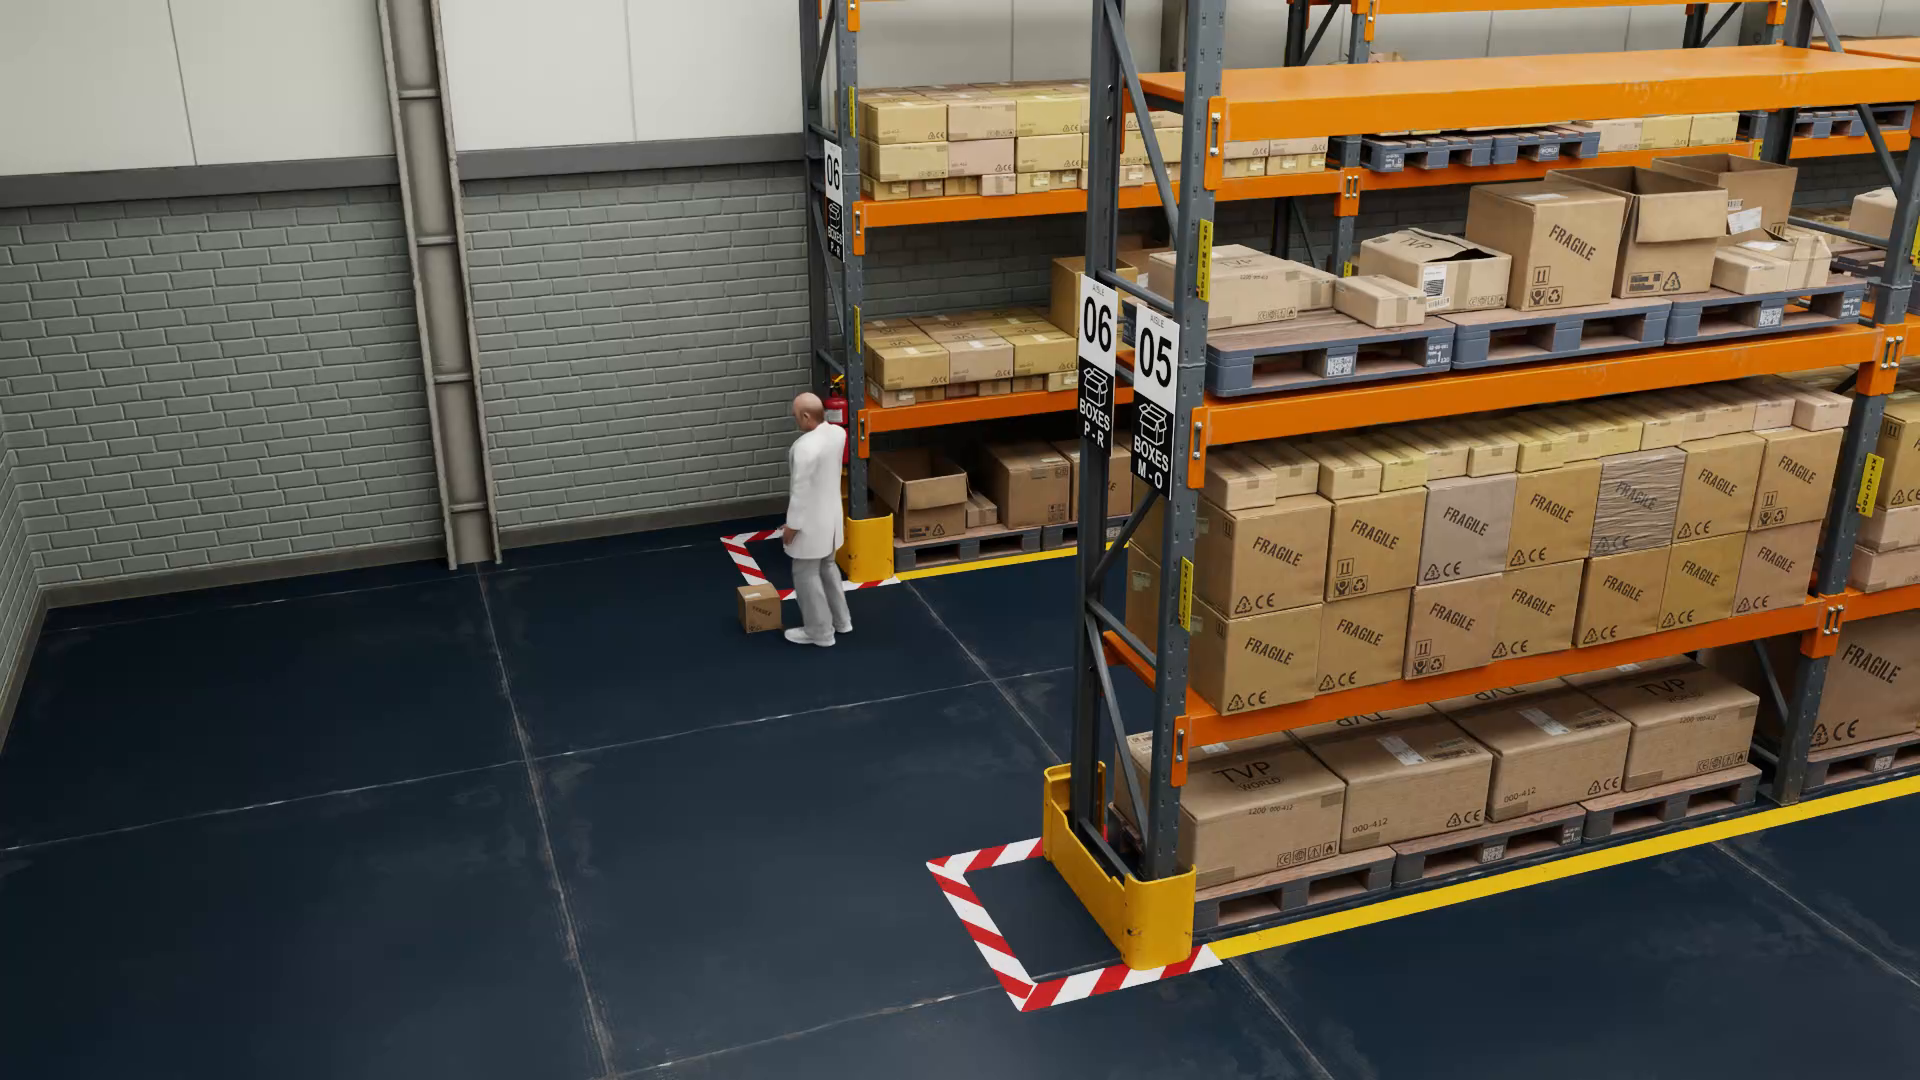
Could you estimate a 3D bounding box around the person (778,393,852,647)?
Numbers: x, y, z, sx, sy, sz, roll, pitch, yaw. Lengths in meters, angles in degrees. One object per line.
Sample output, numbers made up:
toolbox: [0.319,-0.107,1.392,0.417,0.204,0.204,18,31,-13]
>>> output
person: [-0.996,-0.142,11.242,0.378,1.772,0.564,10,24,23]
